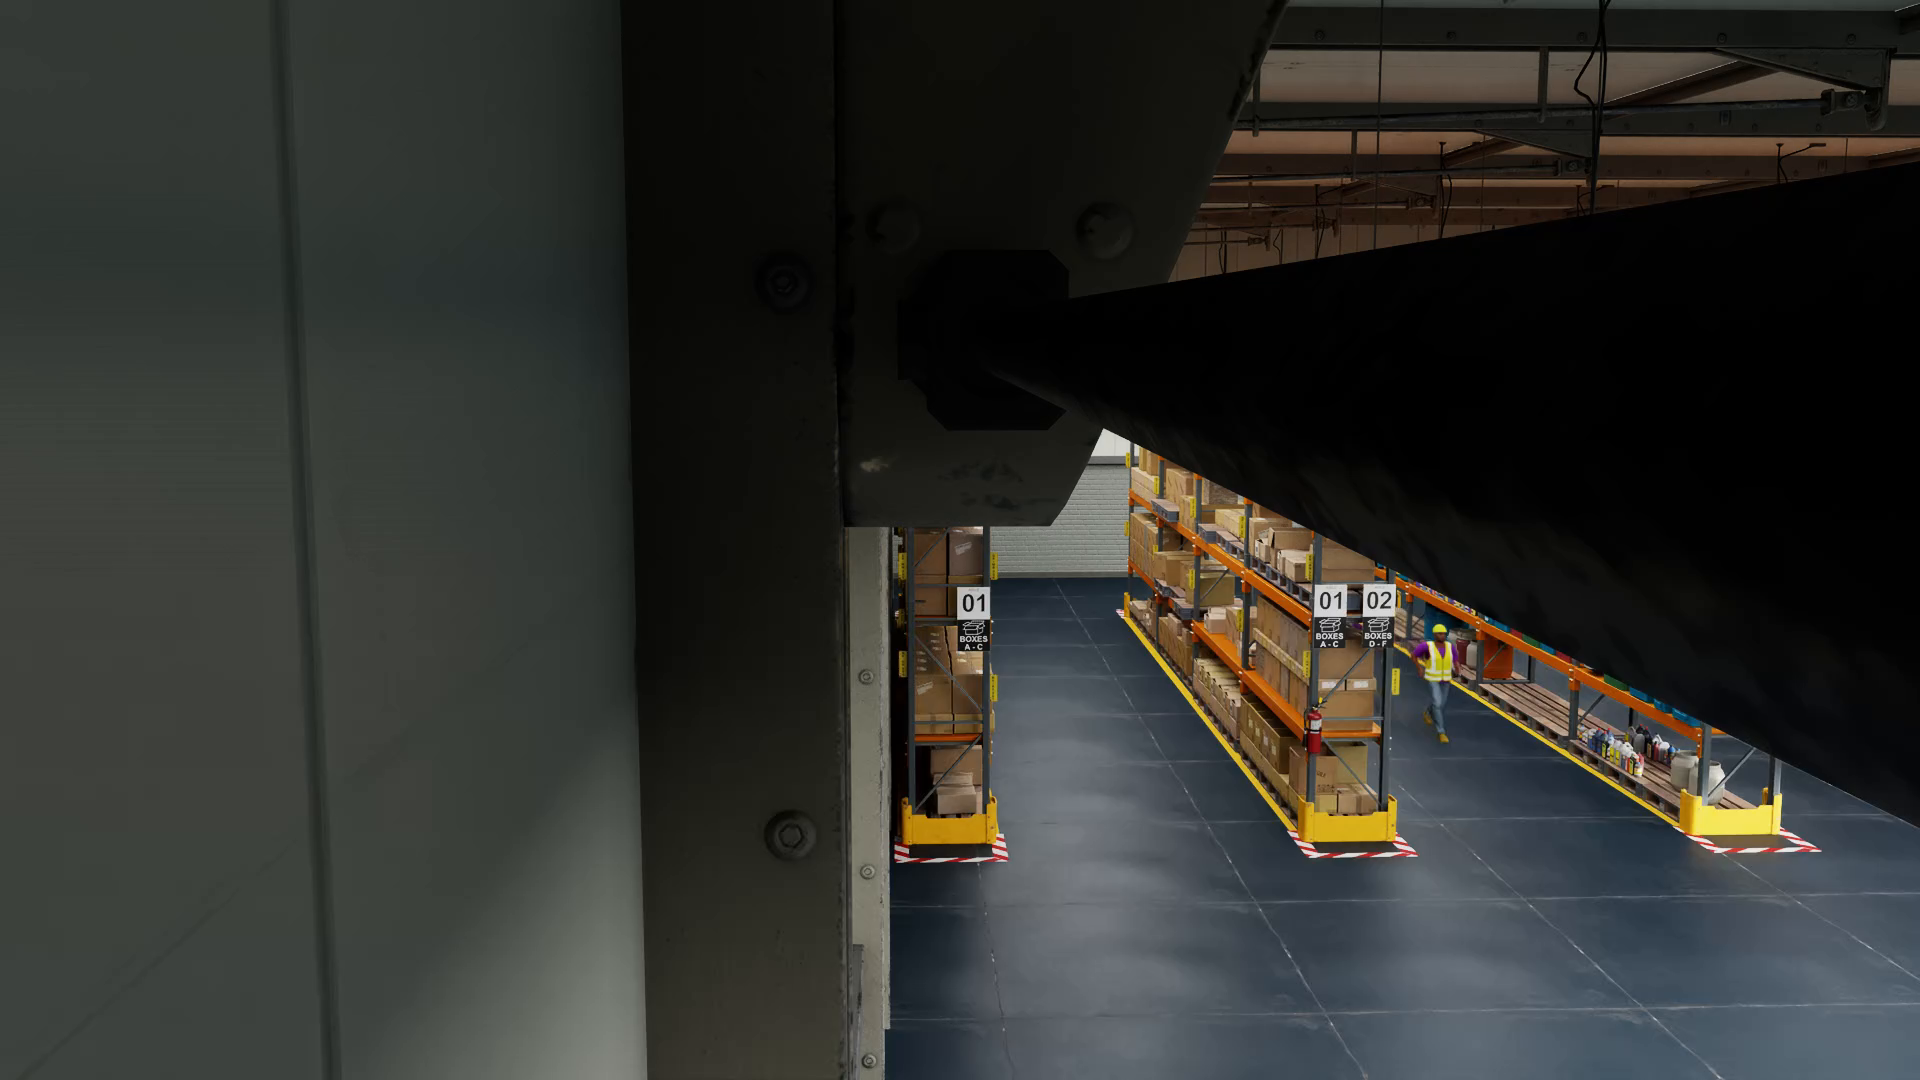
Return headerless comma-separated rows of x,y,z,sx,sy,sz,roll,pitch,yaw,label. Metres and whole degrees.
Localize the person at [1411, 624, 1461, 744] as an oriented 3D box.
7.370,2.175,25.675,0.700,1.770,0.968,-1,7,-11,person
